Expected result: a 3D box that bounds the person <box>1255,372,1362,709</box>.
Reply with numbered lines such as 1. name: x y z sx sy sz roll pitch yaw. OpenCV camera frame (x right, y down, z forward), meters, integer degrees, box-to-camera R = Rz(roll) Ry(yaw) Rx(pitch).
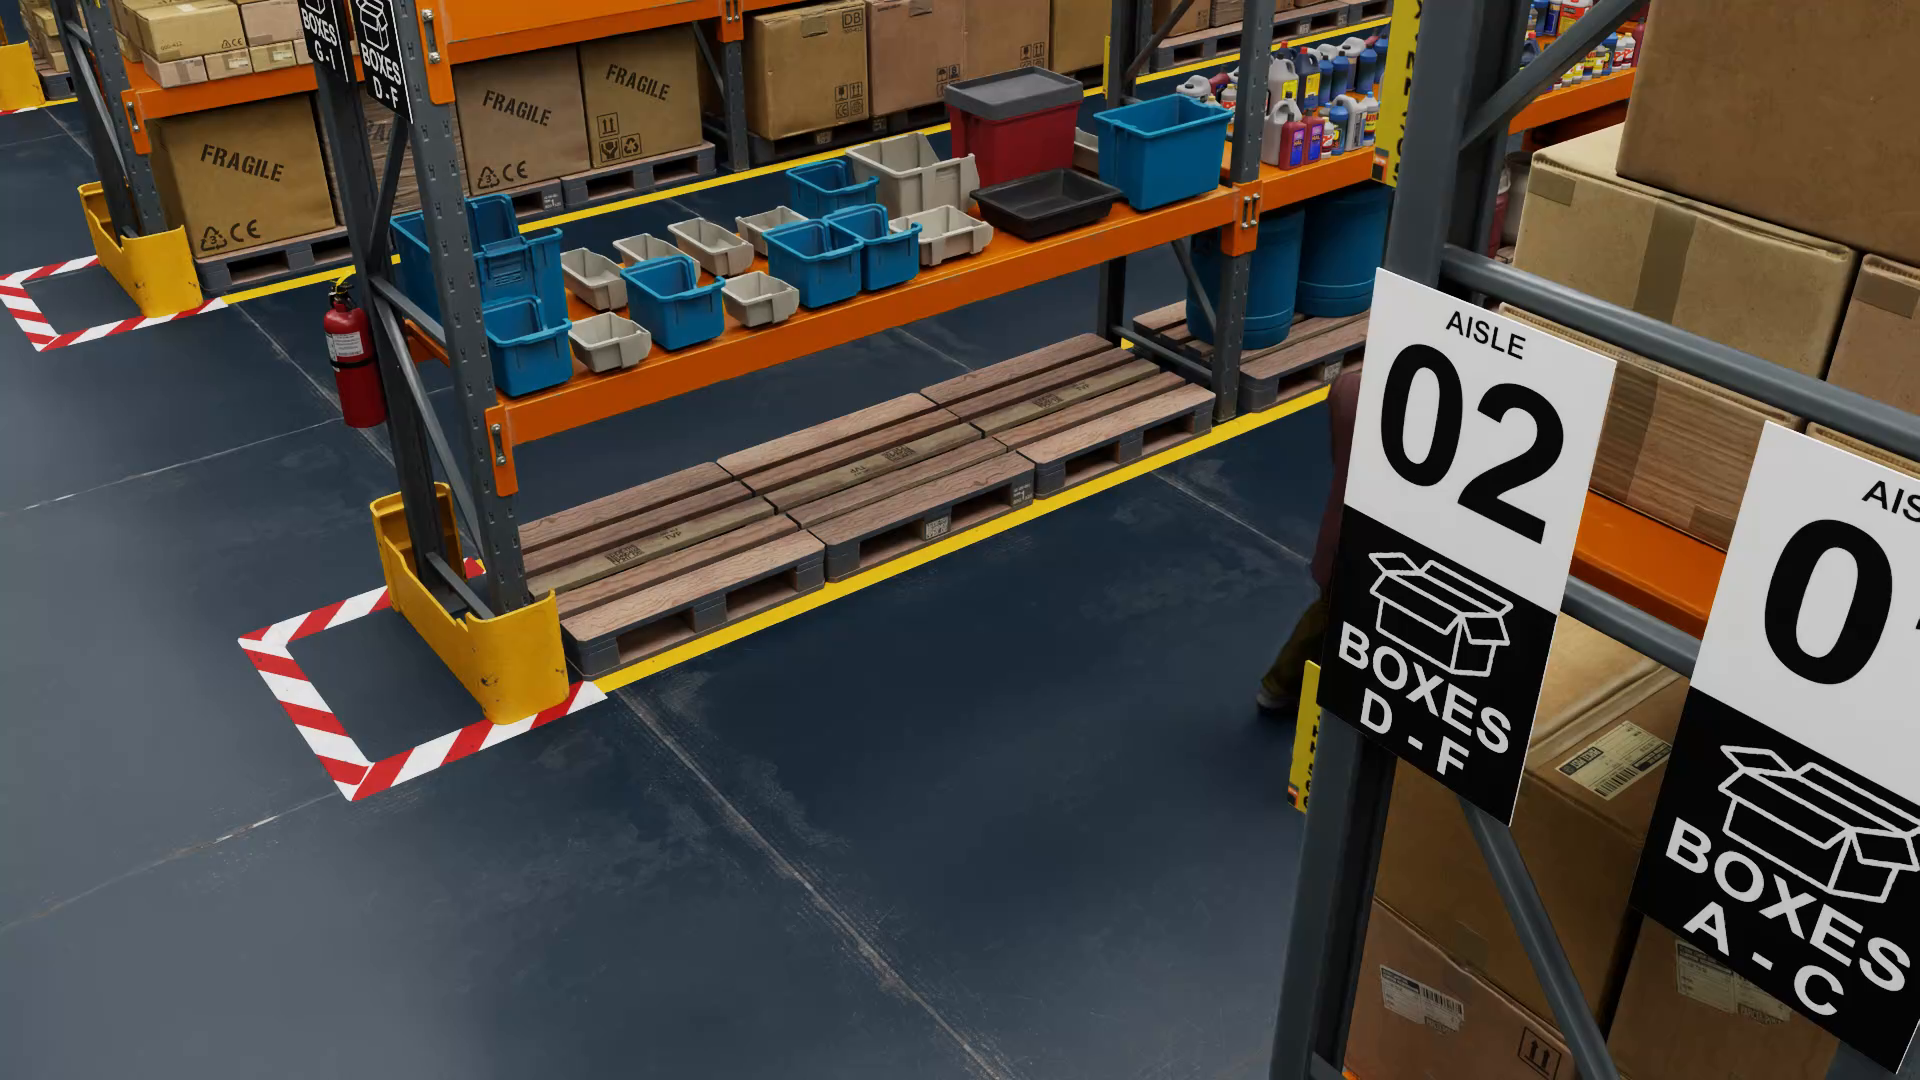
1. person: 1.565 0.021 6.106 0.630 1.771 0.651 -11 33 -17
